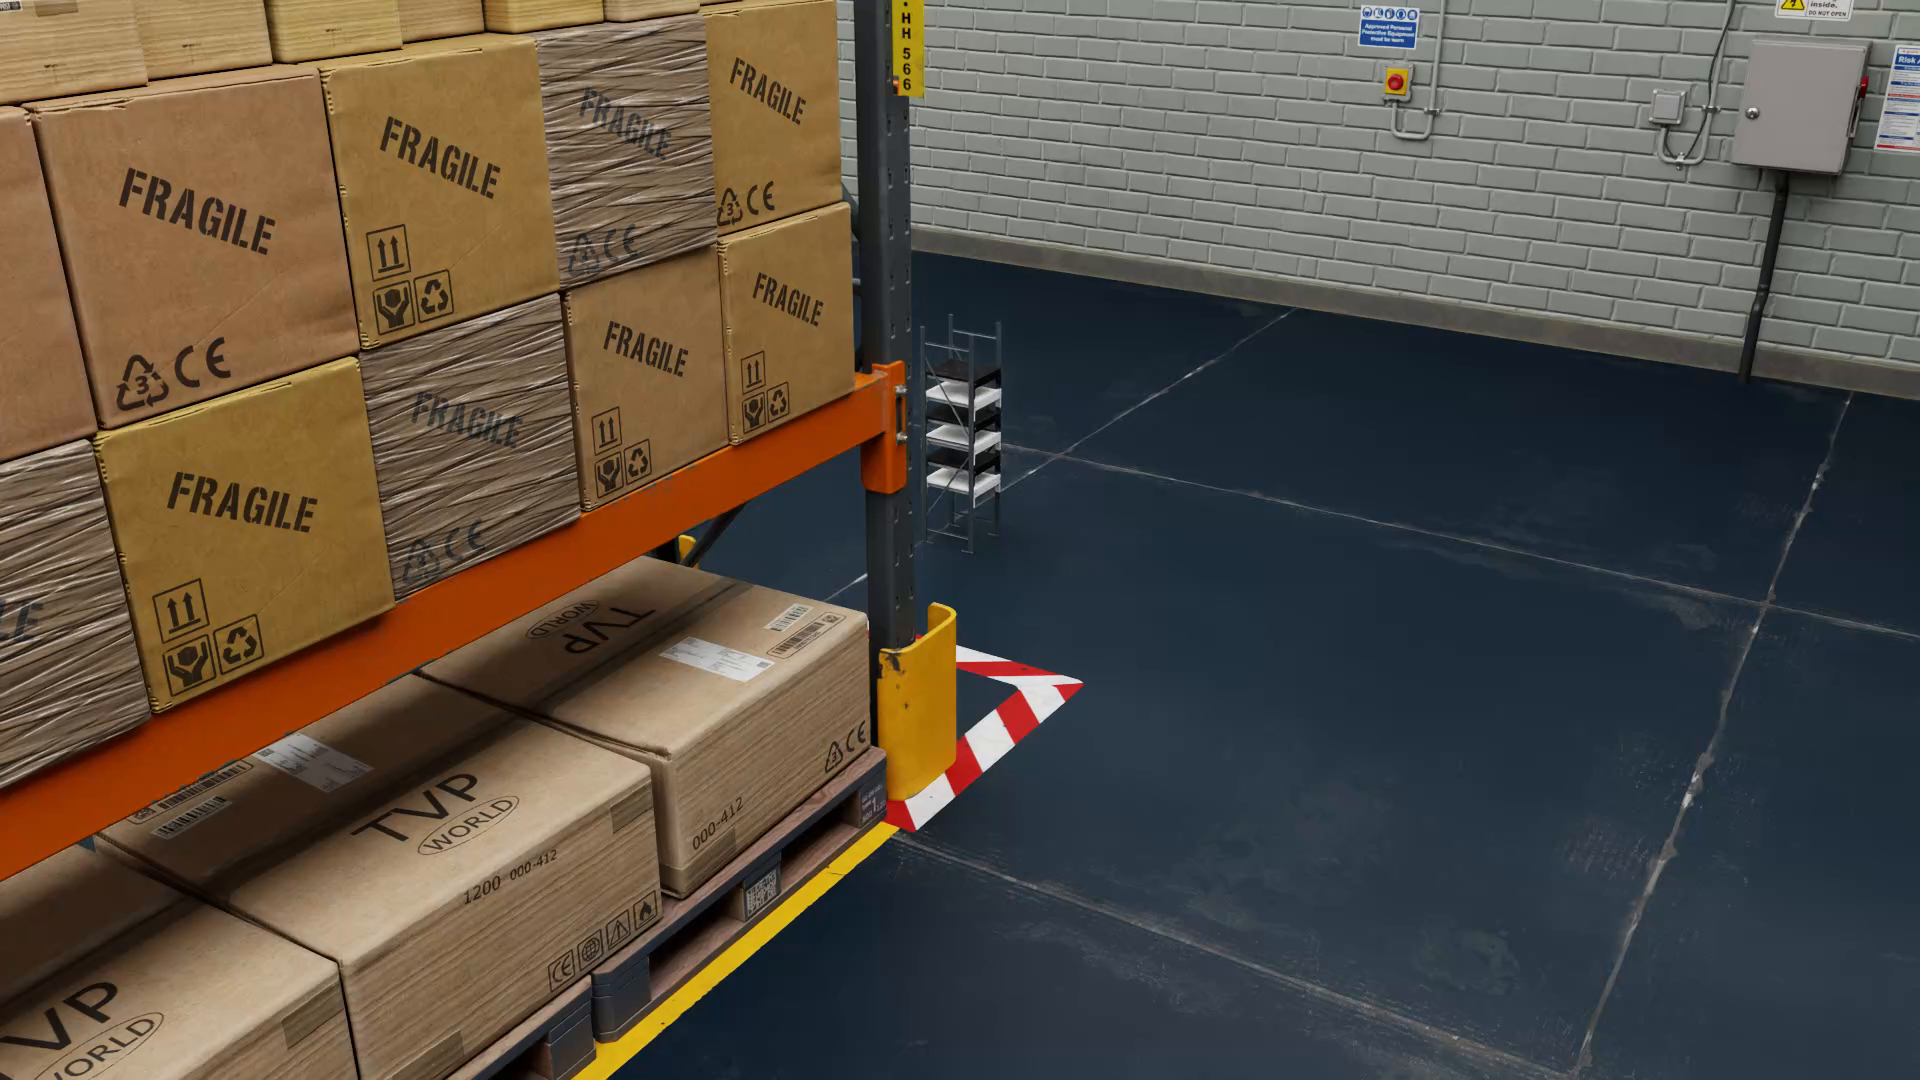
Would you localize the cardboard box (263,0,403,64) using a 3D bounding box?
[{"bbox_3d":[-1.232,-0.958,2.986,0.380,0.149,0.250,15,27,30],"label":"cardboard box"}]

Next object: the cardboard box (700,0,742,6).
[{"bbox_3d":[-0.719,-1.310,3.798,0.380,0.149,0.250,14,27,30],"label":"cardboard box"}]

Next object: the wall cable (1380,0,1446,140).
[{"bbox_3d":[2.368,-3.150,8.931,0.585,1.953,0.123,14,27,29],"label":"wall cable"}]

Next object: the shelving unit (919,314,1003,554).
[{"bbox_3d":[0.004,-0.416,6.578,0.258,0.900,0.210,14,27,29],"label":"shelving unit"}]

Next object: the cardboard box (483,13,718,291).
[{"bbox_3d":[-0.890,-0.870,3.601,0.500,0.500,0.500,14,27,29],"label":"cardboard box"}]

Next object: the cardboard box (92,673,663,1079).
[{"bbox_3d":[-1.326,0.777,3.877,0.875,0.438,0.875,15,27,30],"label":"cardboard box"}]

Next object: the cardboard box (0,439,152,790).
[{"bbox_3d":[-1.690,0.104,2.608,0.500,0.500,0.500,14,27,29],"label":"cardboard box"}]

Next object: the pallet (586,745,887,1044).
[{"bbox_3d":[-0.942,0.805,4.625,1.003,0.211,1.213,14,27,29],"label":"pallet"}]

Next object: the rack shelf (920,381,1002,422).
[{"bbox_3d":[0.004,-0.550,6.519,0.258,0.077,0.200,14,27,29],"label":"rack shelf"}]

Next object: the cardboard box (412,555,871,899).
[{"bbox_3d":[-0.850,0.466,4.595,0.875,0.438,0.875,13,27,27],"label":"cardboard box"}]

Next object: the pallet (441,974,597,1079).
[{"bbox_3d":[-1.586,1.215,3.677,1.003,0.211,1.213,14,27,29],"label":"pallet"}]

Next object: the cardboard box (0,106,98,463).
[{"bbox_3d":[-1.688,-0.365,2.434,0.500,0.500,0.500,14,27,30],"label":"cardboard box"}]

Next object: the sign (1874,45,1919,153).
[{"bbox_3d":[4.604,-2.102,7.950,0.329,0.494,0.001,14,27,29],"label":"sign"}]

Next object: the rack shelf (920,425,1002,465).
[{"bbox_3d":[0.004,-0.385,6.591,0.258,0.077,0.200,14,27,29],"label":"rack shelf"}]

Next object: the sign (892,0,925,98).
[{"bbox_3d":[-0.133,-1.283,4.181,0.100,0.325,0.005,14,27,29],"label":"sign"}]

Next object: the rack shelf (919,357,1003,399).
[{"bbox_3d":[0.004,-0.633,6.484,0.258,0.077,0.200,14,27,29],"label":"rack shelf"}]

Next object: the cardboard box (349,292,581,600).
[{"bbox_3d":[-1.157,-0.247,3.418,0.500,0.500,0.500,15,27,30],"label":"cardboard box"}]

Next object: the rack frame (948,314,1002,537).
[{"bbox_3d":[0.058,-0.450,6.657,0.240,0.900,0.006,14,27,29],"label":"rack frame"}]

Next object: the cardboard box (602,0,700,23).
[{"bbox_3d":[-0.784,-1.205,3.556,0.380,0.149,0.250,14,27,28],"label":"cardboard box"}]

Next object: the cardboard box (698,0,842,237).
[{"bbox_3d":[-0.639,-1.053,4.022,0.500,0.500,0.500,15,28,31],"label":"cardboard box"}]

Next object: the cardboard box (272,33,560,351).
[{"bbox_3d":[-1.153,-0.704,3.217,0.500,0.500,0.500,14,27,29],"label":"cardboard box"}]

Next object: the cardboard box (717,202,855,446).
[{"bbox_3d":[-0.616,-0.589,4.208,0.500,0.500,0.500,14,27,29],"label":"cardboard box"}]

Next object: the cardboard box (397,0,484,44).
[{"bbox_3d":[-1.150,-1.055,3.210,0.380,0.149,0.250,14,27,28],"label":"cardboard box"}]

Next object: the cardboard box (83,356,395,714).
[{"bbox_3d":[-1.418,-0.070,3.009,0.500,0.500,0.500,15,27,30],"label":"cardboard box"}]

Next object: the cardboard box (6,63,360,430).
[{"bbox_3d":[-1.420,-0.535,2.826,0.500,0.500,0.500,14,27,29],"label":"cardboard box"}]

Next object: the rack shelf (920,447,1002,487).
[{"bbox_3d":[0.004,-0.303,6.627,0.258,0.077,0.200,14,27,29],"label":"rack shelf"}]

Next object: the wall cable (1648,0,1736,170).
[{"bbox_3d":[3.579,-2.842,8.260,0.588,1.984,0.122,14,27,29],"label":"wall cable"}]

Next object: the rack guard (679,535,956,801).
[{"bbox_3d":[-0.574,0.378,5.247,1.175,0.500,0.348,14,27,29],"label":"rack guard"}]

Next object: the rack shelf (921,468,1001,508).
[{"bbox_3d":[0.004,-0.220,6.662,0.258,0.077,0.200,14,27,29],"label":"rack shelf"}]

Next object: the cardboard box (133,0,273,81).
[{"bbox_3d":[-1.387,-0.873,2.791,0.380,0.149,0.250,15,27,31],"label":"cardboard box"}]

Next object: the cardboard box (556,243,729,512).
[{"bbox_3d":[-0.894,-0.422,3.824,0.500,0.500,0.500,13,27,28],"label":"cardboard box"}]

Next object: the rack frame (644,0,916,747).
[{"bbox_3d":[-0.587,-0.761,4.732,1.000,3.000,0.127,14,27,29],"label":"rack frame"}]

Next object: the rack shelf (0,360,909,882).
[{"bbox_3d":[-1.642,0.244,3.316,1.077,0.370,4.000,14,27,29],"label":"rack shelf"}]

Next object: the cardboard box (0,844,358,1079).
[{"bbox_3d":[-1.803,1.081,3.175,0.875,0.438,0.875,13,27,27],"label":"cardboard box"}]

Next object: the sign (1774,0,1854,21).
[{"bbox_3d":[4.138,-2.640,8.033,0.339,0.242,0.001,14,27,29],"label":"sign"}]

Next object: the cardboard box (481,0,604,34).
[{"bbox_3d":[-0.952,-1.128,3.380,0.380,0.149,0.250,15,27,30],"label":"cardboard box"}]

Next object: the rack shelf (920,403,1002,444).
[{"bbox_3d":[0.004,-0.468,6.555,0.258,0.077,0.200,14,27,29],"label":"rack shelf"}]

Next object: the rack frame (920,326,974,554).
[{"bbox_3d":[-0.049,-0.381,6.498,0.240,0.900,0.006,14,27,29],"label":"rack frame"}]

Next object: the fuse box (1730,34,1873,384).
[{"bbox_3d":[4.075,-1.588,8.265,0.539,1.711,0.414,14,27,29],"label":"fuse box"}]

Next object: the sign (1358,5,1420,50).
[{"bbox_3d":[2.359,-2.824,9.157,0.327,0.218,0.001,14,27,29],"label":"sign"}]

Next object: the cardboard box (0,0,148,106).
[{"bbox_3d":[-1.490,-0.776,2.565,0.380,0.149,0.250,14,27,29],"label":"cardboard box"}]
